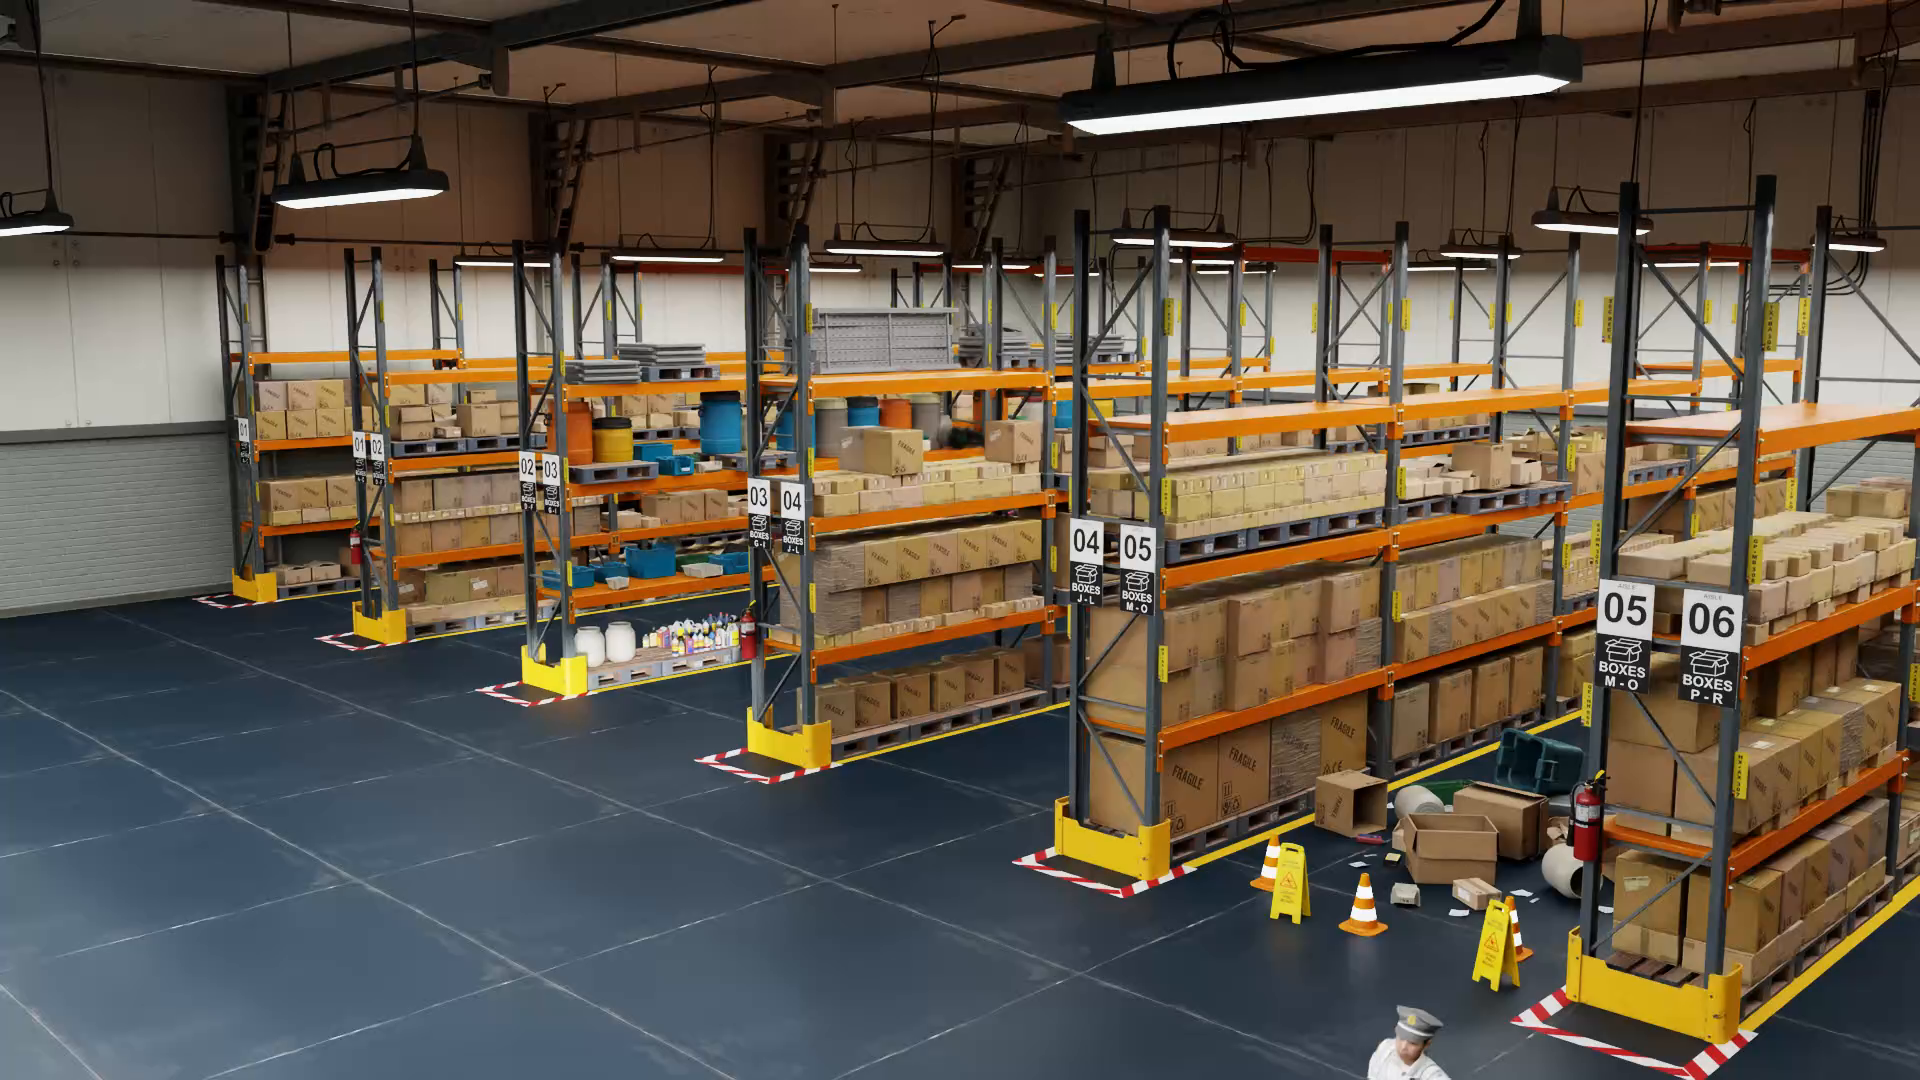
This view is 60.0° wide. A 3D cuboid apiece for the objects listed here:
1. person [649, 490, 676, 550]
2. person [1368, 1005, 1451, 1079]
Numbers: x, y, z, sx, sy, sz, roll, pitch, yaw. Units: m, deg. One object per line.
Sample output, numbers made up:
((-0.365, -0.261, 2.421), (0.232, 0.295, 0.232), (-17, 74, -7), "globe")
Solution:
((-5.594, -0.122, 31.644), (0.516, 1.703, 0.819), (5, 10, 34), "person")
((2.206, 3.138, 8.620), (0.743, 1.639, 0.710), (6, 10, 38), "person")
